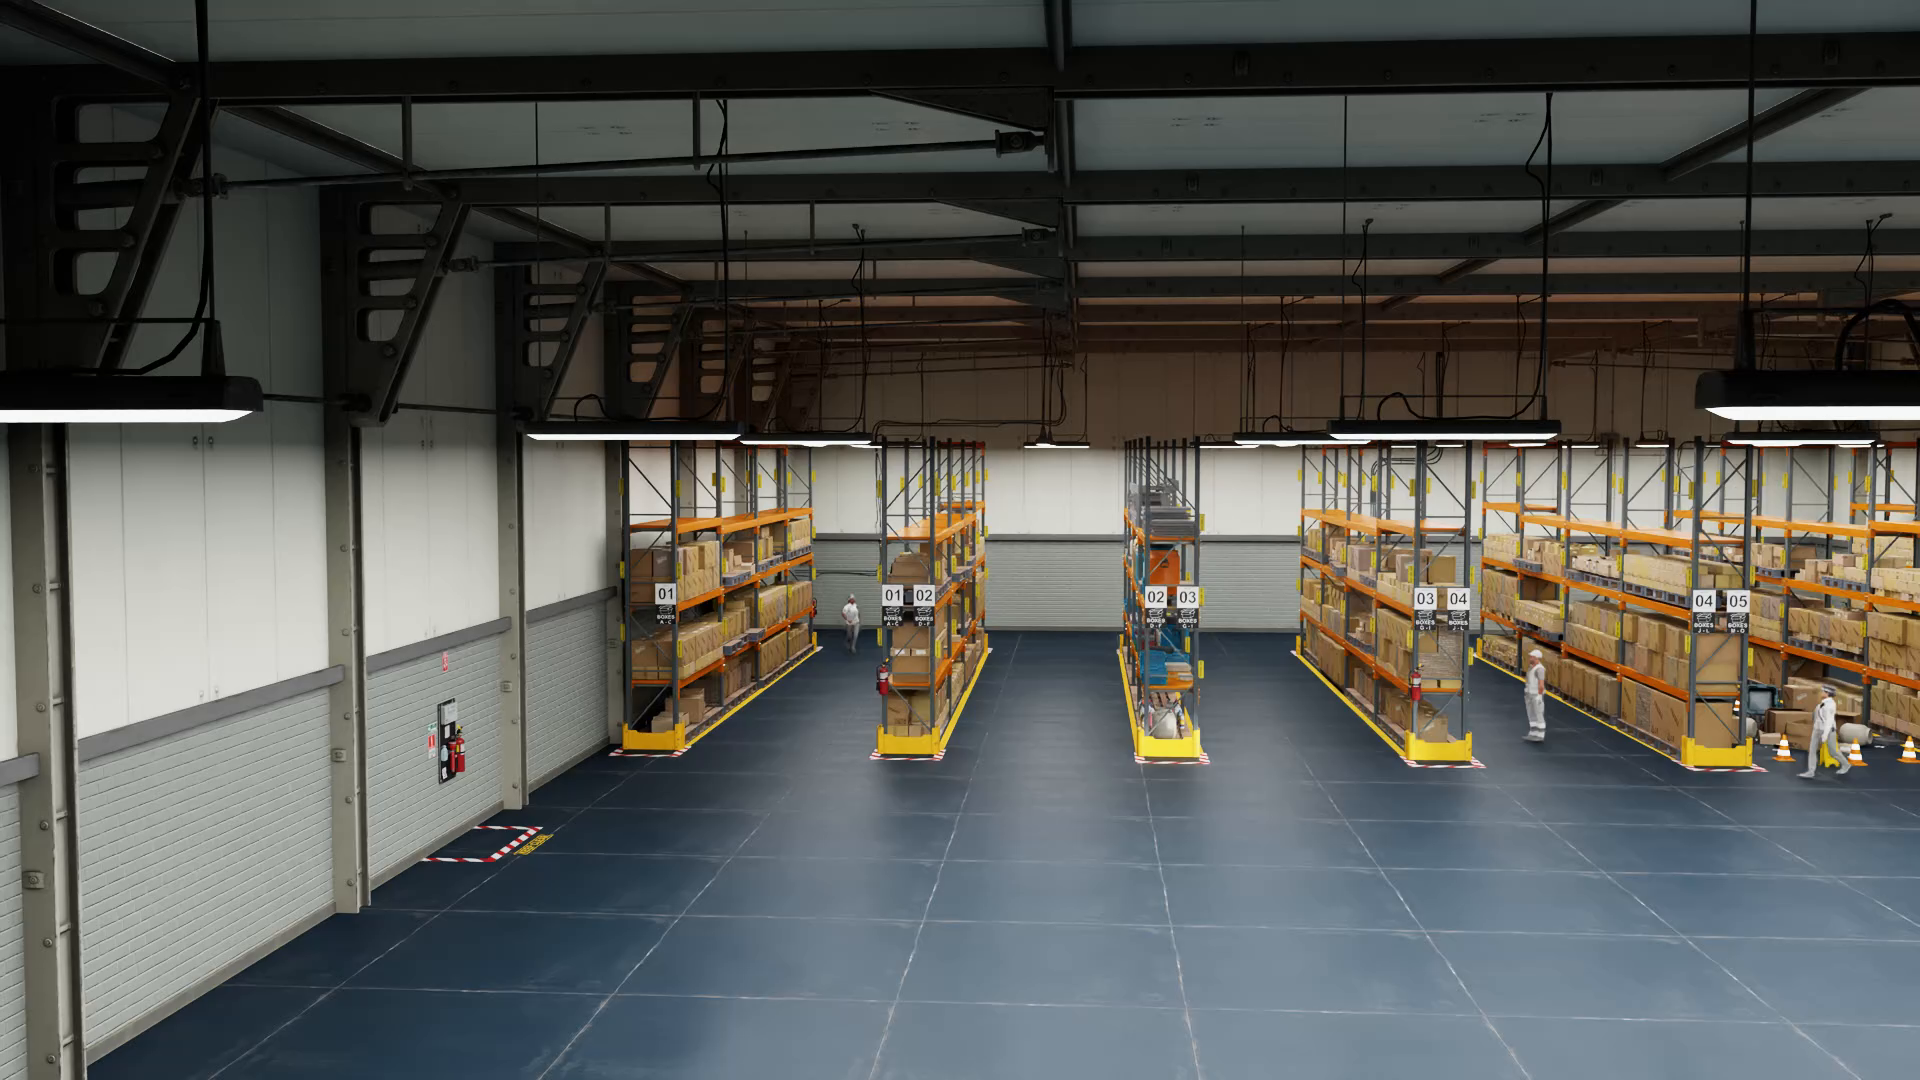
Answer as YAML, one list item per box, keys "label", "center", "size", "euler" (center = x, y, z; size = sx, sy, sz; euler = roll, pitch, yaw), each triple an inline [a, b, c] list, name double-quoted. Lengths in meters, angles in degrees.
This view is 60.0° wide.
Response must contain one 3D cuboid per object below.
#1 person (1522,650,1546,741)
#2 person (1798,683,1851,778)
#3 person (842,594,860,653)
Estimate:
- label: "person"
  center: [11.350, 3.063, 32.825]
  size: [0.360, 1.797, 0.577]
  euler: [-1, 3, -20]
- label: "person"
  center: [15.153, 3.333, 29.074]
  size: [0.902, 1.651, 0.443]
  euler: [-1, 3, -22]
- label: "person"
  center: [-3.118, 2.378, 47.449]
  size: [0.538, 1.674, 0.626]
  euler: [-1, 3, -20]
